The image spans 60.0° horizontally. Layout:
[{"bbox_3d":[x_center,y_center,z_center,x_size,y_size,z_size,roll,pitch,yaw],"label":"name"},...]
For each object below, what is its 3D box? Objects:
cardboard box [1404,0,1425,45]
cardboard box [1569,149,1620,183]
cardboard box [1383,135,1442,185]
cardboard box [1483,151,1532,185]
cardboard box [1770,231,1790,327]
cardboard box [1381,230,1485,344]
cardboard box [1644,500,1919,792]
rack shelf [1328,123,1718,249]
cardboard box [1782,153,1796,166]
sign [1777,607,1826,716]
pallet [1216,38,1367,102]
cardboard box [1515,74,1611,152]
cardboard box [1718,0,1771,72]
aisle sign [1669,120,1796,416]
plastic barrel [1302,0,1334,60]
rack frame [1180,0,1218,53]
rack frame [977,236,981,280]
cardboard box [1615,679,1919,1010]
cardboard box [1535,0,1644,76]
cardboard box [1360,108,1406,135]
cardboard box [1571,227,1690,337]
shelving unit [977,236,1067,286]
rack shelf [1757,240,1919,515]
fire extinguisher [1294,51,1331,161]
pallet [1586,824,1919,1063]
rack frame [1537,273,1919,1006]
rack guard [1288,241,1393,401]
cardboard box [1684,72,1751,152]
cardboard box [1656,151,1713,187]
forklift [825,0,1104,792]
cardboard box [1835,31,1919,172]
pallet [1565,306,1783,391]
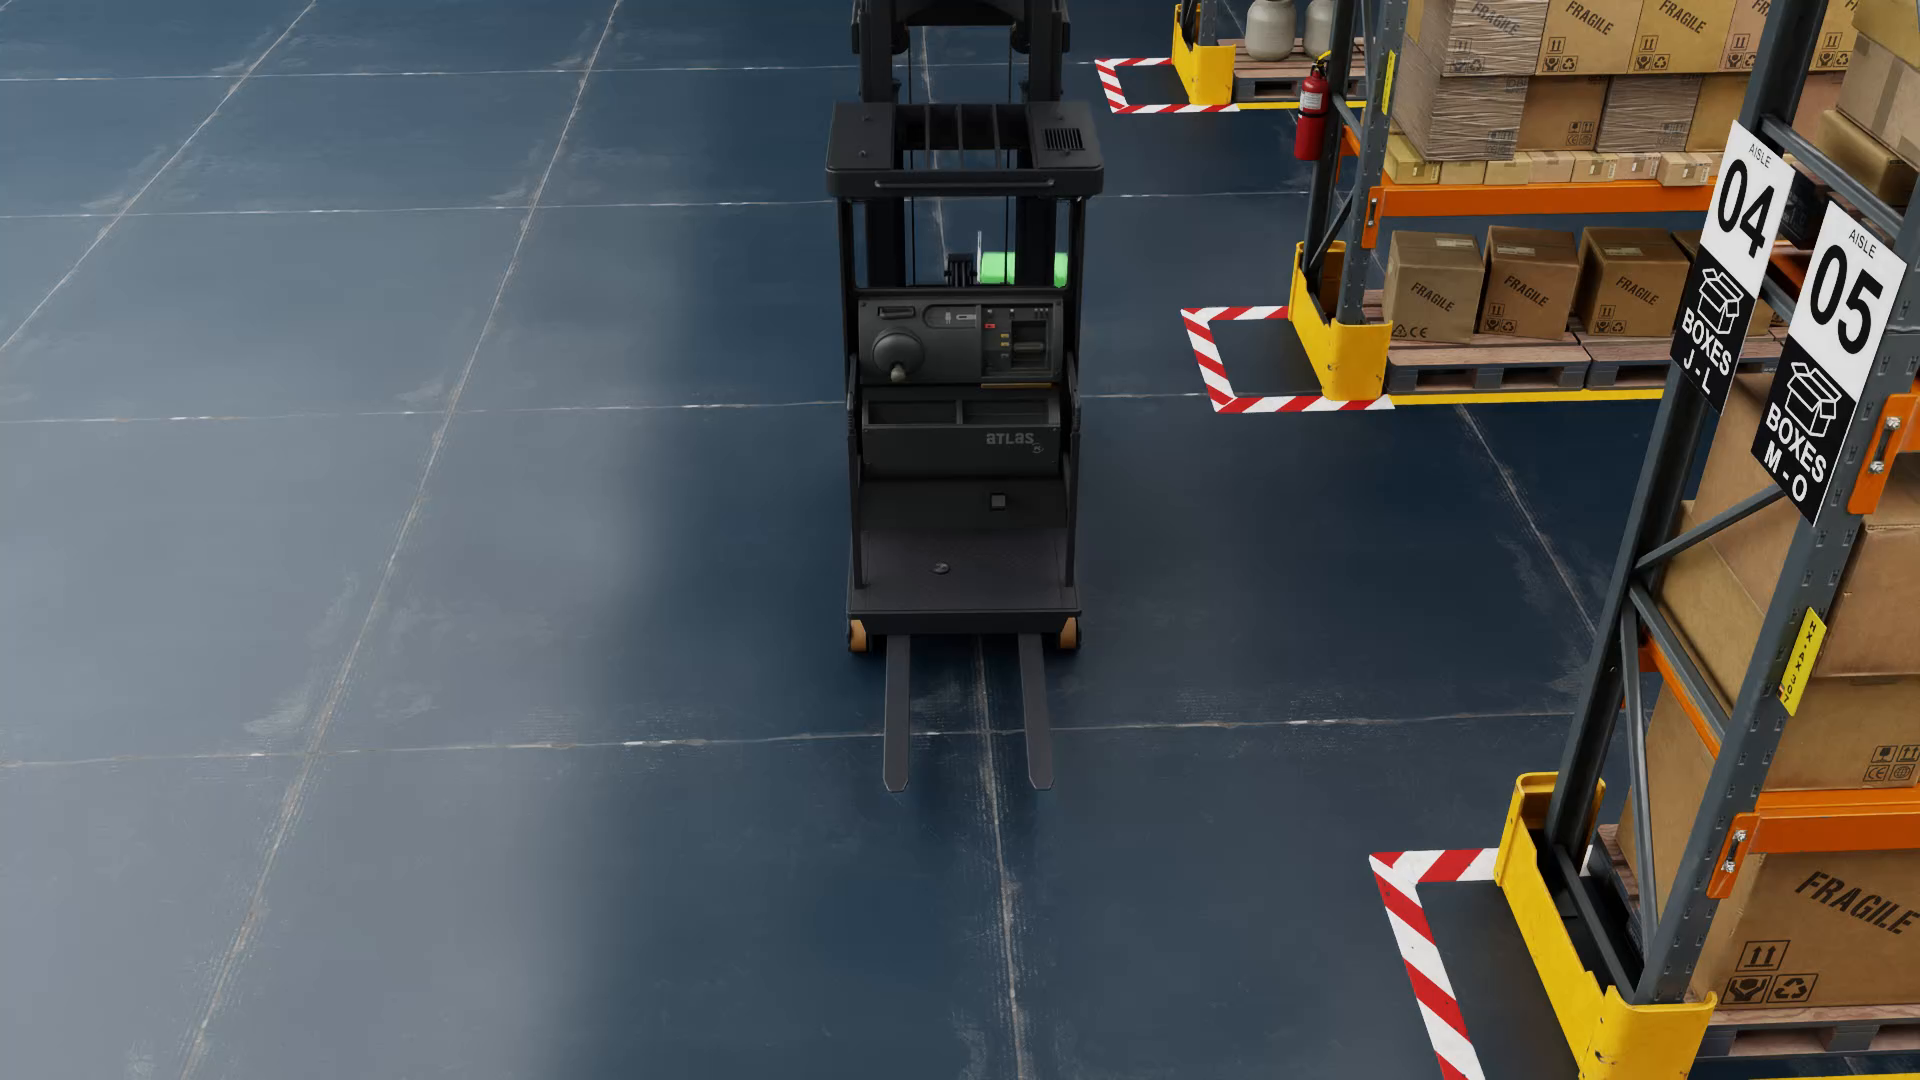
[{"bbox_3d":[2.799,-3.128,9.405,0.500,0.500,0.500,-2,35,-2],"label":"cardboard box"},{"bbox_3d":[3.557,-2.182,9.487,0.250,0.149,0.380,-2,35,-2],"label":"cardboard box"},{"bbox_3d":[2.557,-2.167,9.465,0.250,0.149,0.380,-2,35,-2],"label":"cardboard box"},{"bbox_3d":[3.058,-2.161,9.457,0.250,0.149,0.380,-2,35,-2],"label":"cardboard box"},{"bbox_3d":[5.284,-1.642,10.315,0.500,0.500,0.500,9,36,13],"label":"cardboard box"},{"bbox_3d":[2.886,-1.550,10.181,0.500,0.500,0.500,5,35,7],"label":"cardboard box"},{"bbox_3d":[2.764,0.327,5.510,0.550,0.550,0.875,-2,35,-2],"label":"cardboard box"},{"bbox_3d":[4.259,-2.156,9.861,4.000,0.370,1.077,-2,35,-2],"label":"rack shelf"},{"bbox_3d":[4.557,-2.197,9.510,0.250,0.149,0.380,-2,35,-2],"label":"cardboard box"},{"bbox_3d":[2.416,0.352,4.776,0.005,0.325,0.100,-2,35,-2],"label":"sign"},{"bbox_3d":[2.912,-4.114,14.509,1.213,0.211,1.003,-2,35,-2],"label":"pallet"},{"bbox_3d":[3.306,-2.642,9.582,0.500,0.500,0.875,-2,35,-2],"label":"cardboard box"},{"bbox_3d":[4.322,-2.873,9.037,0.500,0.500,0.500,-2,35,-2],"label":"cardboard box"},{"bbox_3d":[2.310,-0.813,5.005,0.004,0.787,0.394,-2,35,-2],"label":"aisle sign"},{"bbox_3d":[3.181,-4.437,14.343,0.421,0.512,0.421,0,35,0],"label":"plastic barrel"},{"bbox_3d":[2.027,-5.213,13.647,0.127,3.000,1.000,-2,35,-2],"label":"rack frame"},{"bbox_3d":[0.104,-1.086,9.264,0.015,1.200,0.240,1,35,1],"label":"rack frame"},{"bbox_3d":[3.070,1.070,6.067,0.875,0.875,0.875,-1,35,-2],"label":"cardboard box"},{"bbox_3d":[3.323,-2.842,8.992,0.500,0.500,0.500,-2,35,-2],"label":"cardboard box"},{"bbox_3d":[2.536,-2.419,9.831,0.250,0.149,0.380,-2,35,-2],"label":"cardboard box"},{"bbox_3d":[4.108,-1.591,10.241,0.500,0.500,0.500,2,35,2],"label":"cardboard box"},{"bbox_3d":[0.347,-1.082,9.259,0.503,1.200,0.258,1,35,1],"label":"shelving unit"},{"bbox_3d":[4.393,-0.567,4.930,4.000,0.370,1.077,-2,35,-2],"label":"rack shelf"},{"bbox_3d":[2.125,-2.625,9.975,0.183,0.674,0.296,-2,35,-2],"label":"fire extinguisher"},{"bbox_3d":[3.190,1.505,6.390,1.213,0.211,1.003,-2,35,-2],"label":"pallet"},{"bbox_3d":[2.395,0.425,5.501,0.127,3.000,1.000,-2,35,-2],"label":"rack frame"},{"bbox_3d":[2.337,-1.372,10.293,0.348,0.500,1.175,-2,35,-2],"label":"rack guard"},{"bbox_3d":[4.307,-2.638,9.576,0.500,0.500,0.875,-2,35,-2],"label":"cardboard box"},{"bbox_3d":[4.060,-2.152,9.444,0.250,0.149,0.380,-2,35,-2],"label":"cardboard box"},{"bbox_3d":[0.011,-0.850,7.402,1.130,2.935,3.031,-1,35,-1],"label":"forklift"},{"bbox_3d":[2.871,-1.255,4.706,0.500,0.250,0.500,-1,35,-2],"label":"cardboard box"},{"bbox_3d":[4.366,-1.286,10.423,1.213,0.211,1.003,-2,35,-2],"label":"pallet"}]
